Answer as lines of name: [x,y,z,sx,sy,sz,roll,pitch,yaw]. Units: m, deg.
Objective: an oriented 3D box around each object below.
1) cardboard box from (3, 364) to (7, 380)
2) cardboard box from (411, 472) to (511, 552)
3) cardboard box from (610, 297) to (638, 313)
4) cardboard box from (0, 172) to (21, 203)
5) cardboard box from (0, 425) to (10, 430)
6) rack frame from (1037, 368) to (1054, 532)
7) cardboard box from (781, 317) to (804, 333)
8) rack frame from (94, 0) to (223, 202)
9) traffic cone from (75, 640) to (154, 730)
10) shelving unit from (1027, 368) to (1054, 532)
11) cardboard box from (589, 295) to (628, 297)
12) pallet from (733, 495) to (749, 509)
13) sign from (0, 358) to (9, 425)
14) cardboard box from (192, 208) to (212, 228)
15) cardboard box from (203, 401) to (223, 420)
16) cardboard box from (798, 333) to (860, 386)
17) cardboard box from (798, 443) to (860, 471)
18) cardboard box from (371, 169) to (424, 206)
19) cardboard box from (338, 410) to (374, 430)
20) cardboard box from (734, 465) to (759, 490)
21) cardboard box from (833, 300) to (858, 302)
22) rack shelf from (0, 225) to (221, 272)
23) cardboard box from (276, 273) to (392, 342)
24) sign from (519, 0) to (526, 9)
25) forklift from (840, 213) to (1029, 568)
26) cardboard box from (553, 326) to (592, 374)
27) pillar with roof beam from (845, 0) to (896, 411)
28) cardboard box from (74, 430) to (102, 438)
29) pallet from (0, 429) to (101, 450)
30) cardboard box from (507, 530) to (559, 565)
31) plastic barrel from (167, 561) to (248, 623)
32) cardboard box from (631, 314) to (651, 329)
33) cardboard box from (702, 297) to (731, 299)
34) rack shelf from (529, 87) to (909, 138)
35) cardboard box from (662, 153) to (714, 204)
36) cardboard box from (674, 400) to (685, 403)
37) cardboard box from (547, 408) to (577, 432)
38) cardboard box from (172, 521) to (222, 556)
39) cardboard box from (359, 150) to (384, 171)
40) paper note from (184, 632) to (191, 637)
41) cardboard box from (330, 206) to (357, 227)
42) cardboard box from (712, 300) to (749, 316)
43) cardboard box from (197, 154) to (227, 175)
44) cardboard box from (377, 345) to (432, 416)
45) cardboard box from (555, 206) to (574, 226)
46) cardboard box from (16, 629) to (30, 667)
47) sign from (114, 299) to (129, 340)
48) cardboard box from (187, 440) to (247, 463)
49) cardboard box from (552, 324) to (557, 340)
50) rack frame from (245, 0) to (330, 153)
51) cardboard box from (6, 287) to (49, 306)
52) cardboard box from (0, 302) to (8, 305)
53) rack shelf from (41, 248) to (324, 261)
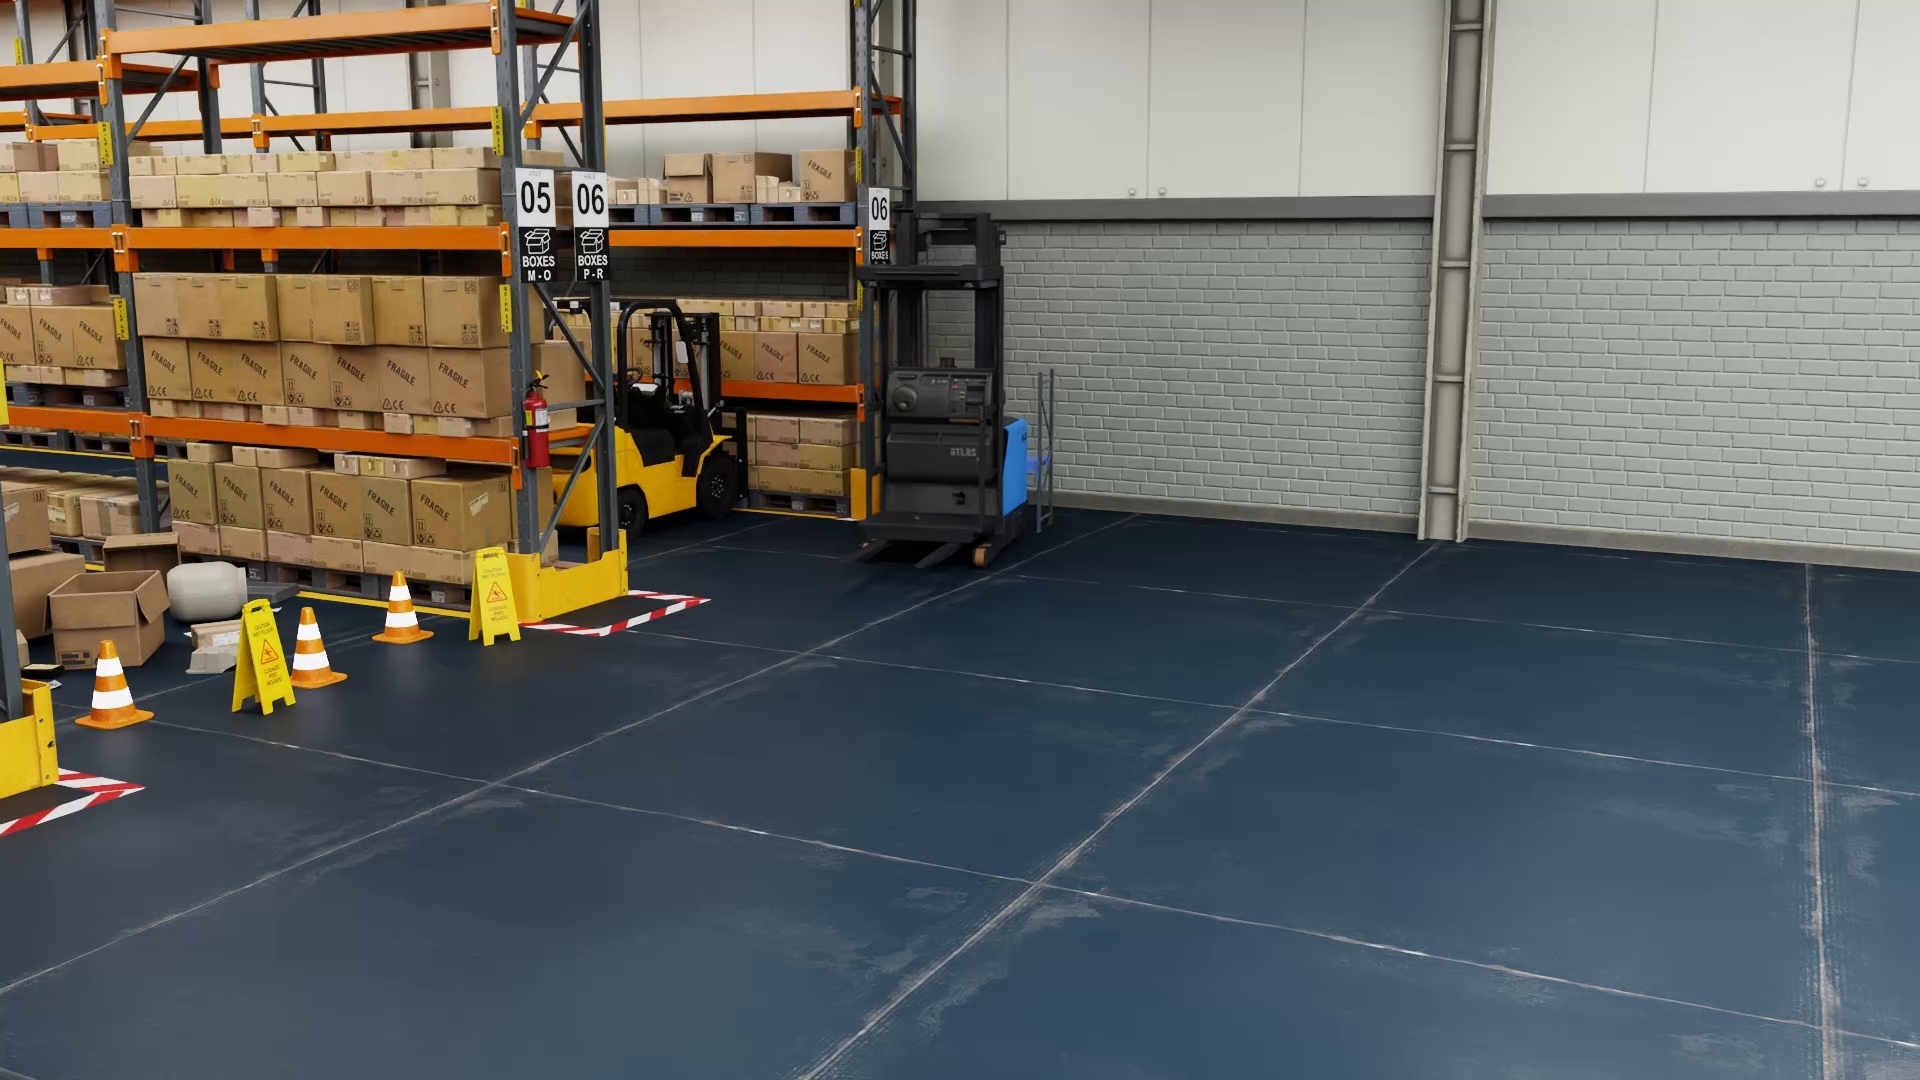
cardboard box: [-8.169,-1.490,14.565,0.250,0.149,0.380,5,11,24]
cardboard box: [-3.733,-0.219,12.455,0.500,0.500,0.500,5,11,26]
cardboard box: [-3.631,-2.501,17.688,0.250,0.149,0.380,5,11,25]
cardboard box: [-7.982,-3.003,14.220,0.500,0.250,0.500,5,11,27]
cardboard box: [-12.868,-1.787,22.521,0.500,0.500,0.700,5,11,24]
rack frame: [0.810,-0.857,15.754,0.032,1.500,0.500,3,11,16]
cardboard box: [-1.589,-2.165,16.667,0.250,0.149,0.380,5,12,27]
rack frame: [-6.486,-4.242,13.403,0.127,3.000,1.000,5,11,26]
traffic cone: [-4.846,0.803,9.494,0.334,0.463,0.336,5,11,26]
shelving unit: [0.324,-0.883,15.899,1.048,1.500,0.538,3,11,16]
cardboard box: [-3.873,-2.621,18.354,0.250,0.149,0.380,5,11,26]
pallet: [-2.500,-0.546,17.654,1.213,0.211,1.003,5,11,26]
sign: [-4.748,-0.730,8.187,0.005,0.325,0.100,5,11,26]
cardboard box: [-5.834,-2.548,13.167,0.250,0.149,0.380,5,11,26]
cardboard box: [-5.844,-1.063,13.386,0.250,0.149,0.380,5,11,26]
cardboard box: [-1.263,-1.814,16.551,0.500,0.500,0.500,5,11,25]
cardboard box: [-1.281,-0.856,16.677,0.500,0.250,0.500,5,11,25]
cardboard box: [-3.922,-2.563,12.132,0.500,0.250,0.500,5,11,25]
cardboard box: [-4.507,-0.936,12.687,0.250,0.149,0.380,5,11,25]
cardboard box: [-2.154,-0.690,17.161,0.500,0.250,0.500,5,11,26]
cardboard box: [-1.123,-2.375,16.990,0.250,0.149,0.380,5,12,28]
rack shelf: [-8.280,-2.570,14.605,4.000,0.370,1.077,5,11,26]
cardboard box: [-4.793,-1.794,12.799,0.500,0.500,0.700,5,11,25]
sign: [-4.522,-5.446,17.211,0.005,0.325,0.100,5,11,26]
forklift: [-0.228,-1.288,14.115,1.130,2.935,3.031,3,11,14]
cardboard box: [-4.011,-2.056,17.887,0.500,0.500,0.500,5,11,24]
pillar with roof beam: [-2.836,-4.232,13.343,0.400,9.000,9.100,5,11,26]
cardboard box: [-11.133,-1.616,21.578,0.500,0.500,0.500,6,12,28]
pallet: [-12.083,-1.396,22.351,1.213,0.211,1.003,5,11,26]
cardboard box: [-3.500,0.063,12.998,0.500,0.250,0.500,5,11,25]
plastic barrel: [-5.421,0.372,11.988,0.512,0.421,0.421,-4,11,-23]
cardboard box: [-3.222,-2.296,17.393,0.250,0.149,0.380,5,11,25]
cardboard box: [-2.526,-2.490,17.630,0.250,0.149,0.380,5,12,27]
rack shelf: [-2.500,-4.327,17.014,4.000,0.370,1.077,5,11,26]
cardboard box: [-2.593,-3.696,17.055,0.637,0.503,0.797,5,12,28]
cardboard box: [-3.305,-1.384,18.187,0.500,0.250,0.500,5,11,25]
cardboard box: [-3.112,-0.911,12.549,0.250,0.149,0.380,5,11,26]
cardboard box: [-6.076,-0.054,13.650,0.500,0.250,0.500,4,11,23]
cardboard box: [-4.205,-2.792,12.276,0.250,0.149,0.380,5,11,26]
paper note: [-5.323,0.644,11.618,0.148,0.019,0.142,-10,14,-43]
cardboard box: [-4.479,-2.416,12.442,0.250,0.149,0.380,5,11,24]
cardboard box: [-2.309,-2.362,16.922,0.250,0.149,0.380,5,12,27]
cardboard box: [-5.645,-2.895,12.848,0.250,0.149,0.380,5,11,25]
cardboard box: [-3.955,-1.210,12.376,0.500,0.500,0.500,5,11,26]
cardboard box: [-3.053,-2.406,12.382,0.250,0.149,0.380,5,11,26]
cardboard box: [-6.229,0.695,10.646,0.258,0.266,0.396,7,13,36]
sign: [-6.728,-1.771,13.343,0.005,0.325,0.100,5,11,26]
cardboard box: [-5.991,-0.723,13.418,0.250,0.149,0.380,5,11,27]
cardboard box: [-4.635,-2.337,18.735,0.500,0.250,0.500,5,11,25]
rack frame: [-7.880,-5.351,19.526,0.127,3.000,1.000,5,11,26]
cardboard box: [-7.880,-2.082,14.196,0.250,0.149,0.380,4,11,23]
cardboard box: [-8.377,-1.814,14.535,0.500,0.500,0.500,5,11,24]
rack shelf: [-9.674,-3.678,20.728,4.000,0.370,1.077,5,11,26]
